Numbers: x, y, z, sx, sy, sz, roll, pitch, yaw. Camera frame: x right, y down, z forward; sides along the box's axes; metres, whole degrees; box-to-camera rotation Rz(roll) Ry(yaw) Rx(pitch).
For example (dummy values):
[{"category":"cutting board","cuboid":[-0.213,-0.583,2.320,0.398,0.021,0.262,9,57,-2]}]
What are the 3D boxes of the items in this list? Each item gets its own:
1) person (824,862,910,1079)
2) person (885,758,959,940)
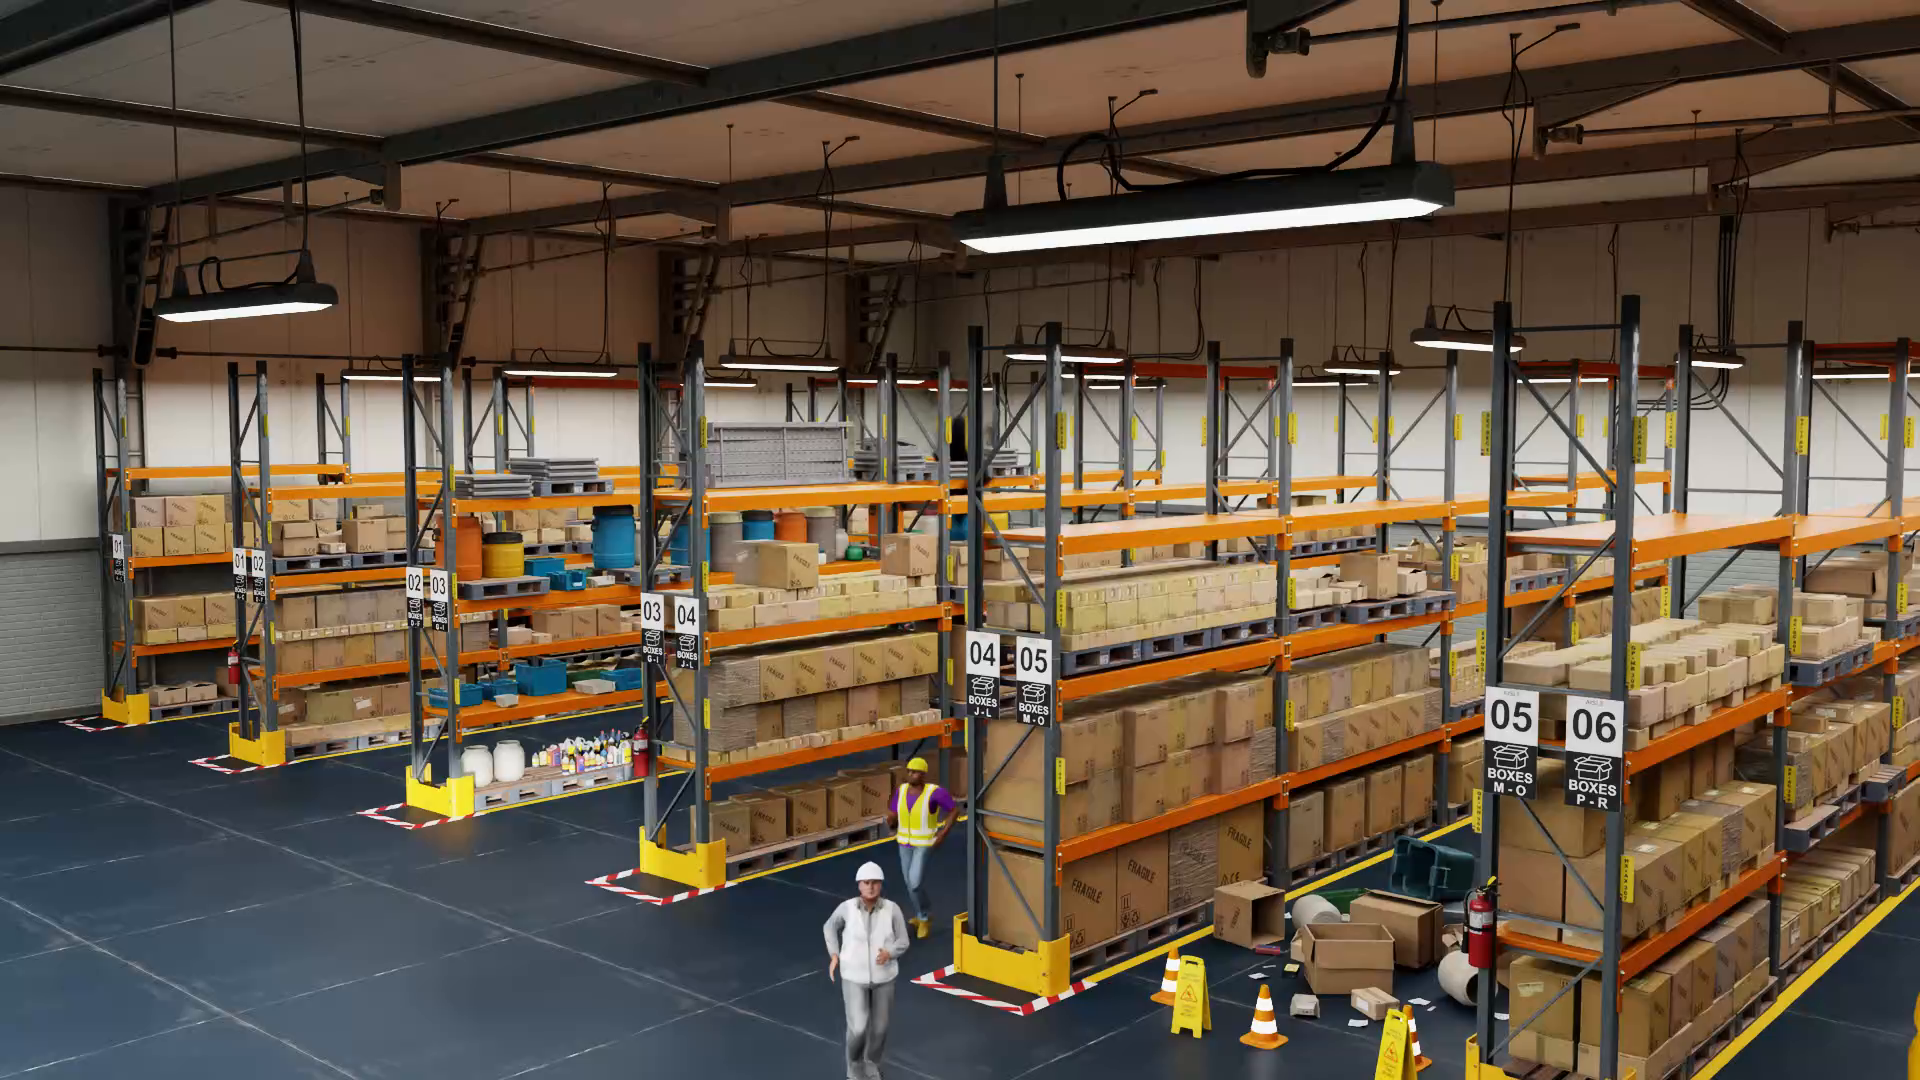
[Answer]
[{"category":"person","cuboid":[-0.706,3.347,12.708,0.629,1.758,0.686,-1,4,-9]},{"category":"person","cuboid":[-0.439,3.075,16.606,0.693,1.813,0.659,3,5,32]}]
